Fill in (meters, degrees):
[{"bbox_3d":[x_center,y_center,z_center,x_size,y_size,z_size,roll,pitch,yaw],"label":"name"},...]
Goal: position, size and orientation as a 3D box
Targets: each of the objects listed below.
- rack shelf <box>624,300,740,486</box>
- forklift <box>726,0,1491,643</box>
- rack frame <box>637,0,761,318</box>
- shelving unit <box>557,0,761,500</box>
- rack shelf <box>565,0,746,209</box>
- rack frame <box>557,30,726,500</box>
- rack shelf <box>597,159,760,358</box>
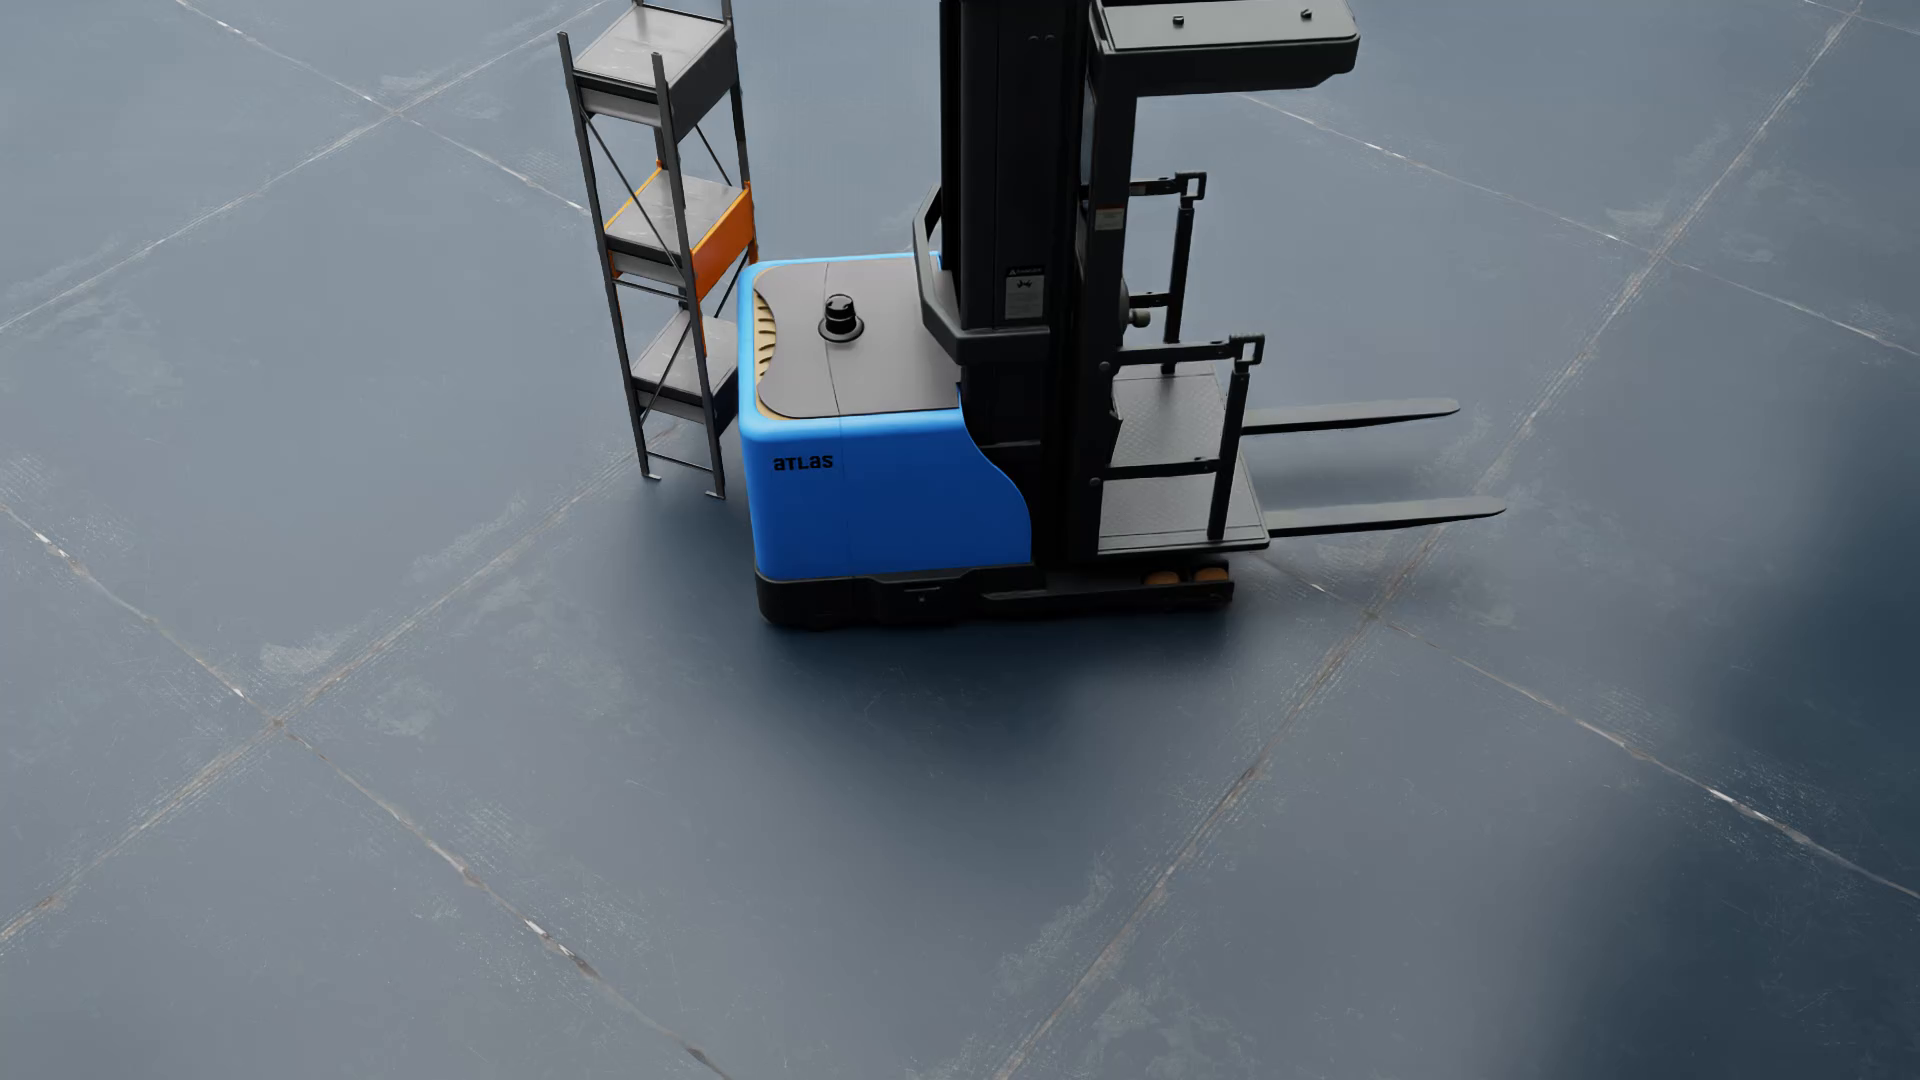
[{"bbox_3d":[-1.094,-0.624,7.046,0.431,0.518,0.480,16,48,15],"label":"rack shelf"},{"bbox_3d":[0.660,-1.167,6.002,3.031,2.935,1.130,-9,47,-9],"label":"forklift"},{"bbox_3d":[-1.003,-1.281,6.686,0.400,2.100,0.015,16,48,15],"label":"rack frame"},{"bbox_3d":[-1.094,-1.117,6.530,0.431,2.100,0.503,16,48,15],"label":"shelving unit"},{"bbox_3d":[-1.094,-1.591,6.034,0.431,0.518,0.480,16,48,15],"label":"rack shelf"},{"bbox_3d":[-1.186,-0.954,6.374,0.400,2.100,0.015,16,48,15],"label":"rack frame"},{"bbox_3d":[-1.094,-1.108,6.540,0.431,0.518,0.480,16,48,15],"label":"rack shelf"}]
